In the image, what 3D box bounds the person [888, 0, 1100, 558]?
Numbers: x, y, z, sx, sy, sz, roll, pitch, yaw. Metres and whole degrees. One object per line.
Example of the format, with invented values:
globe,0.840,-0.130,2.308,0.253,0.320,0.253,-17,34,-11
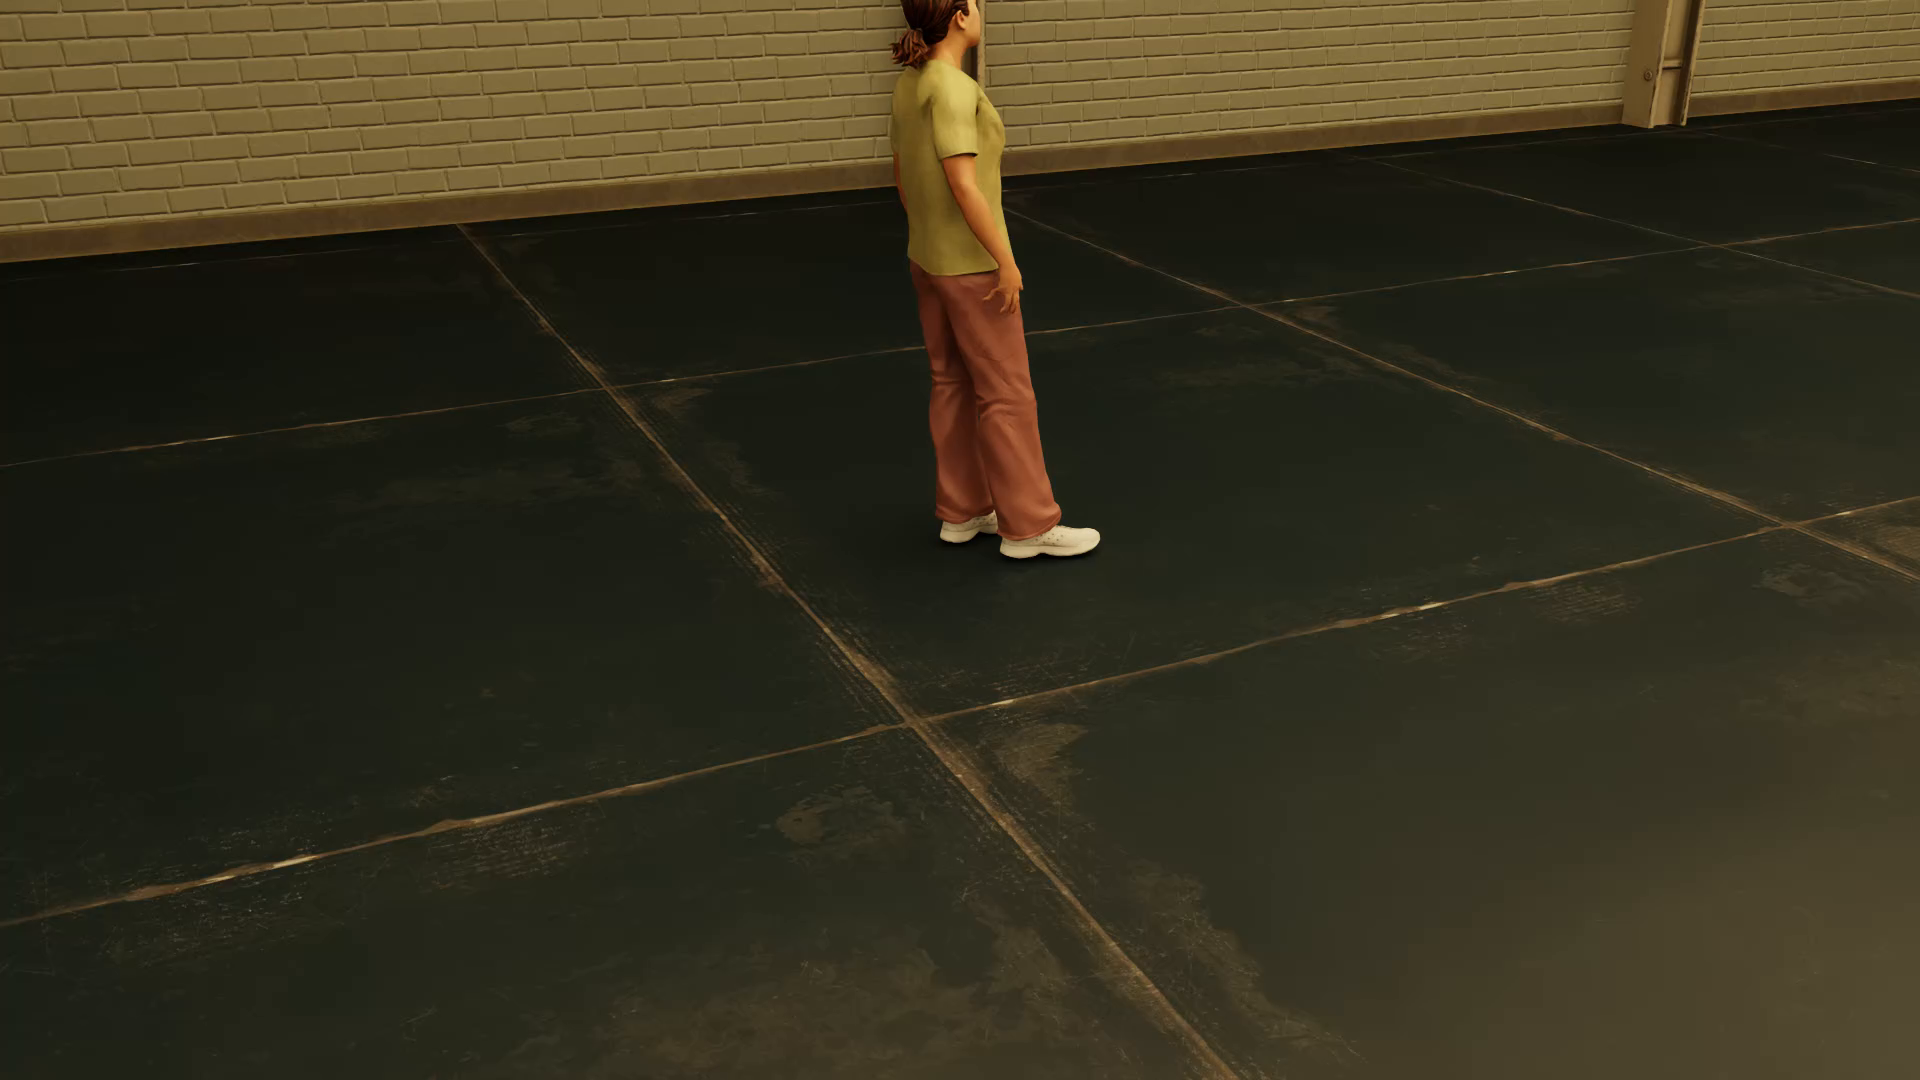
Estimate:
person,0.072,-0.789,4.802,0.548,1.673,0.553,-10,25,-23
